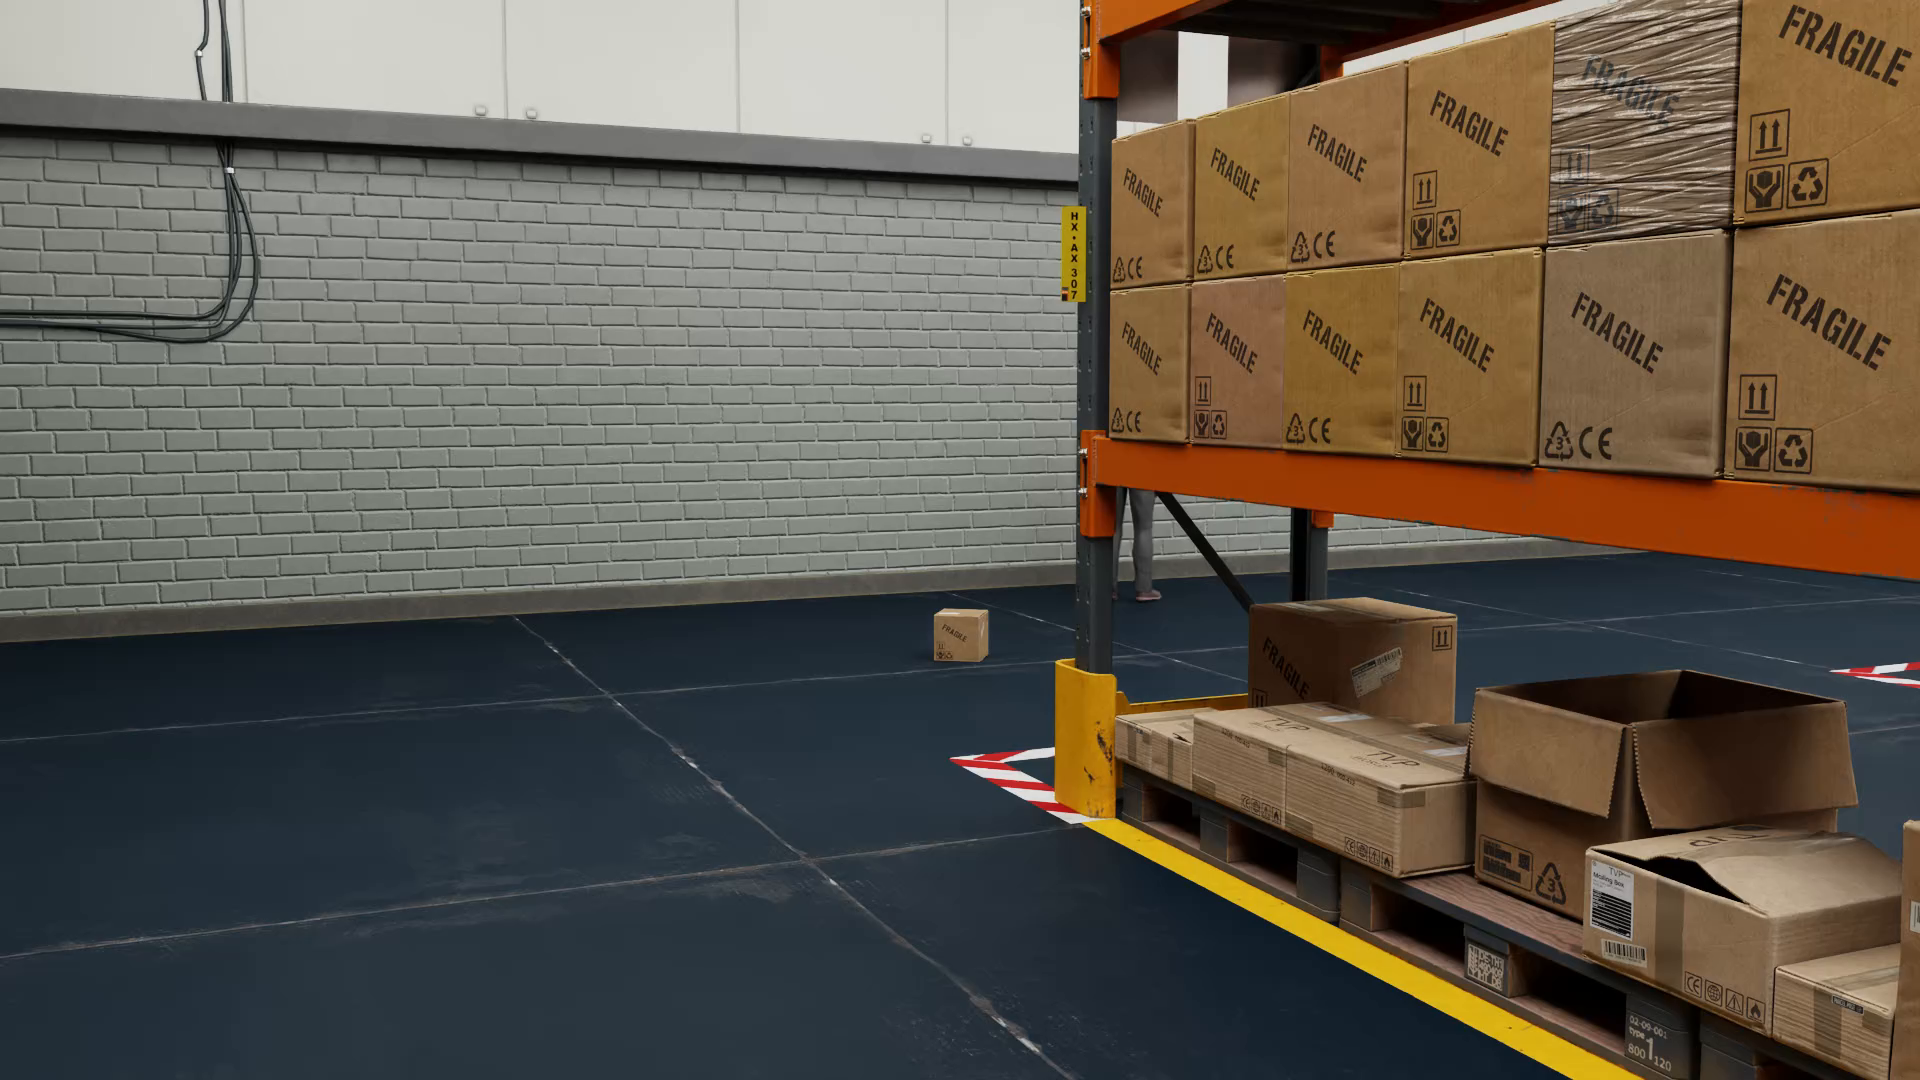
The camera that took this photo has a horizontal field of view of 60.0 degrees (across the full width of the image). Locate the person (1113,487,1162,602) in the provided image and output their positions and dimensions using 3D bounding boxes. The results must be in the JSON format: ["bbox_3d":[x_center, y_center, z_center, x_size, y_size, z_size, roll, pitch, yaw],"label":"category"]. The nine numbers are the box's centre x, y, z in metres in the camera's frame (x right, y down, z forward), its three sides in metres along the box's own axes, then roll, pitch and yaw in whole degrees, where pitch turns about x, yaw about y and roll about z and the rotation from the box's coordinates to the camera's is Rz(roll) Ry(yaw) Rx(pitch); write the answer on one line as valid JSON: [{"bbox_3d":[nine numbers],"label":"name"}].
[{"bbox_3d":[1.145,-0.399,11.296,0.433,1.683,0.341,2,6,19],"label":"person"}]
